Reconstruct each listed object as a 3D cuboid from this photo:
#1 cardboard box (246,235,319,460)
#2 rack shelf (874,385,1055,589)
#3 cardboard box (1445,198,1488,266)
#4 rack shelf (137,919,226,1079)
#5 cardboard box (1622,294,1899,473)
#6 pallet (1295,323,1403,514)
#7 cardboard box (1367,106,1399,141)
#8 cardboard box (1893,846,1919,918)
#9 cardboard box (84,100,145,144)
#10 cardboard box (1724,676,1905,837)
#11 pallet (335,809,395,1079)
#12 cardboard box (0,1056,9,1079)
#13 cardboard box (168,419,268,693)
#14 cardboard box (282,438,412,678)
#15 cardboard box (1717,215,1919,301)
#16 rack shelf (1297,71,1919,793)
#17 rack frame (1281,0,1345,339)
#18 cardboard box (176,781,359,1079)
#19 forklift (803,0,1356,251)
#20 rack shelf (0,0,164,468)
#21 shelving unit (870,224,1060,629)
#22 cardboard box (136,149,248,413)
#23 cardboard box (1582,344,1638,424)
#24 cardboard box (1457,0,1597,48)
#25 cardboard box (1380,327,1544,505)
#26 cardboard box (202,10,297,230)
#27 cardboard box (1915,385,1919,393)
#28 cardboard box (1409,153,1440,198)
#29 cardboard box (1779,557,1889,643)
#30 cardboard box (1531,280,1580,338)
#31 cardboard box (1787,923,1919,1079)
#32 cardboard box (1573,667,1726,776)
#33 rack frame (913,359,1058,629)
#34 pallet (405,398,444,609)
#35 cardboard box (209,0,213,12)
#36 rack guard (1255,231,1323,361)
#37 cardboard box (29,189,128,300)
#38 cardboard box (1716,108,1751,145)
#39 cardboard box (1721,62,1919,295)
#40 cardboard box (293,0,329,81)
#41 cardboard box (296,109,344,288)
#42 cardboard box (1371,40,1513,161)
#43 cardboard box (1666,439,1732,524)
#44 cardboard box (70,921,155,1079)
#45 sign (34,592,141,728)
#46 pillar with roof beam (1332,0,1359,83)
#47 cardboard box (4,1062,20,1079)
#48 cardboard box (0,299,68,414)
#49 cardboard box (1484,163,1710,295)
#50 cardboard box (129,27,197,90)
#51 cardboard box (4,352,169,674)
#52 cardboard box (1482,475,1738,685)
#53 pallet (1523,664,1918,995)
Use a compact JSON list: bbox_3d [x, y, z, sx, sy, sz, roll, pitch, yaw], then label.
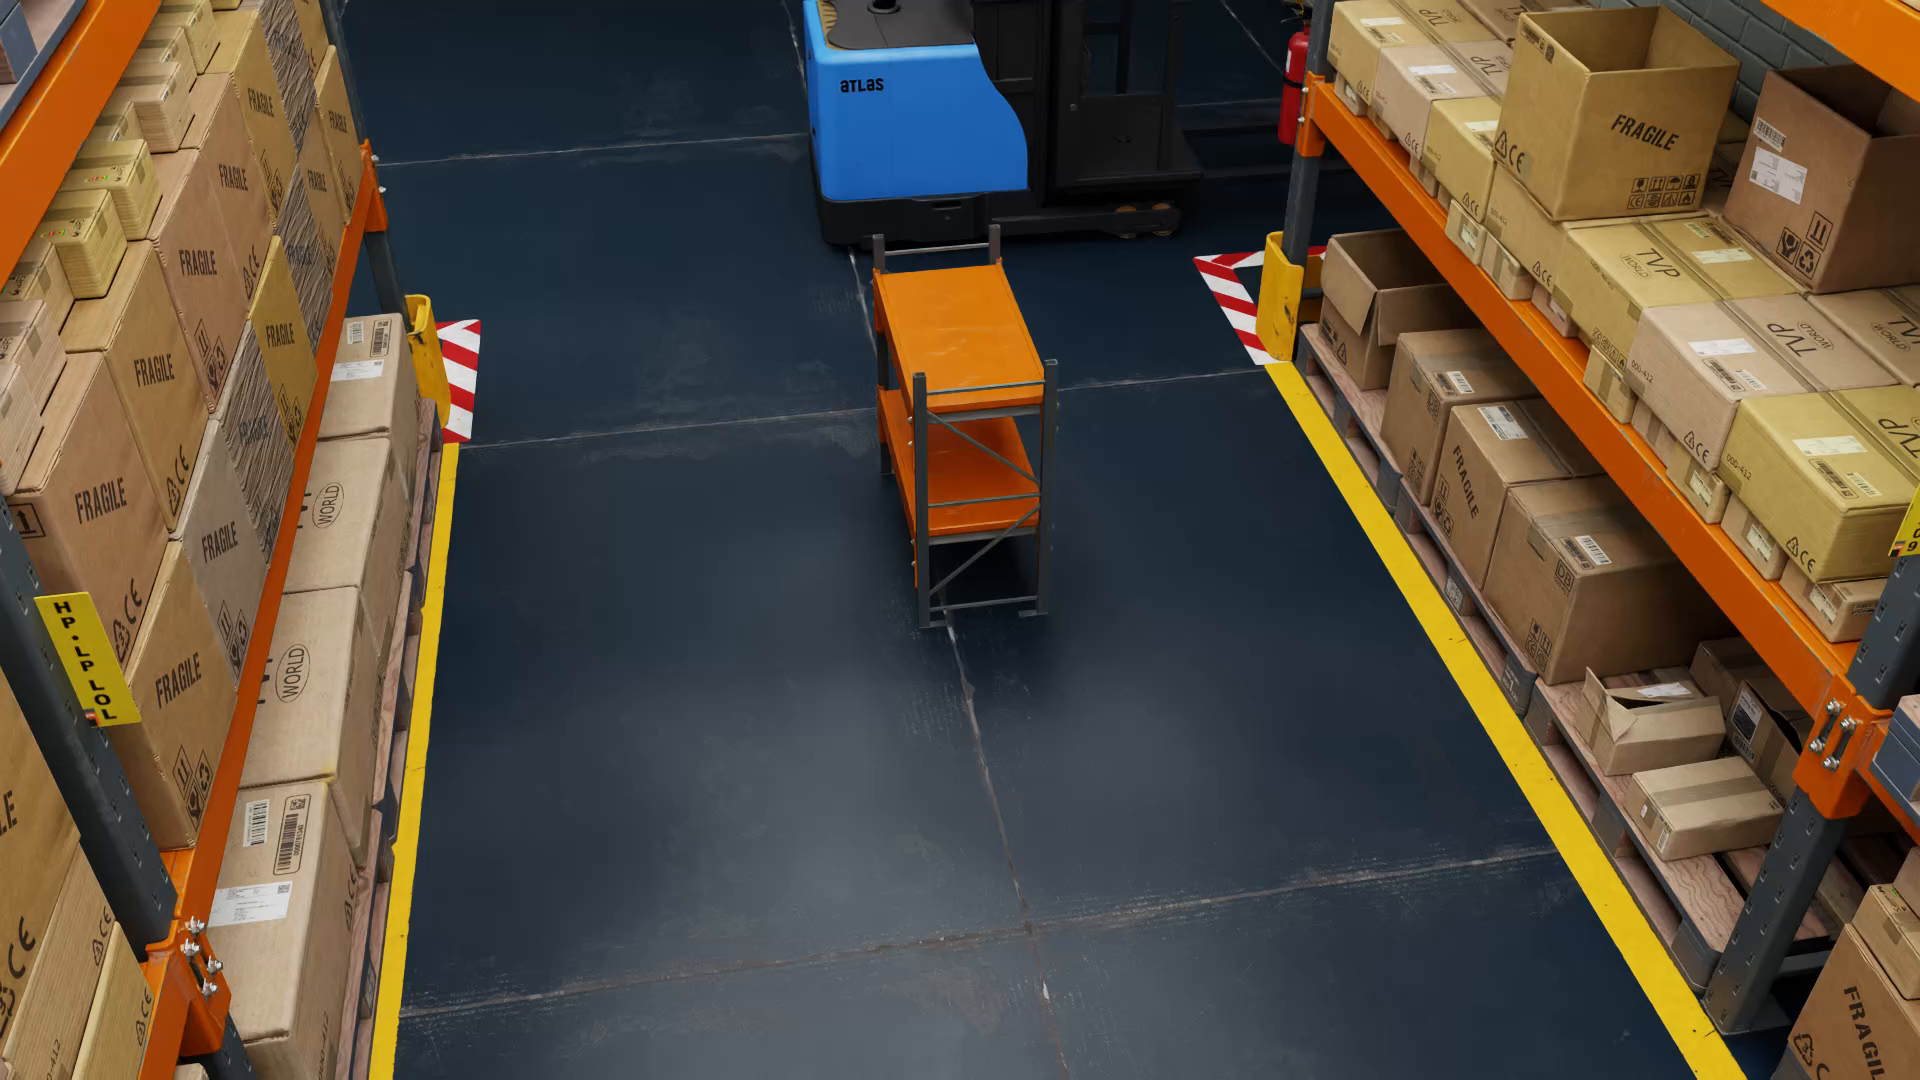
[{"bbox_3d":[-2.254,-0.548,4.929,0.500,0.500,0.500,-5,38,-7],"label":"cardboard box"},{"bbox_3d":[-0.001,-0.255,6.560,0.538,0.278,1.000,-6,38,-8],"label":"rack shelf"},{"bbox_3d":[1.975,-1.122,5.954,0.380,0.149,0.250,-7,38,-9],"label":"cardboard box"},{"bbox_3d":[-1.824,2.212,2.044,1.077,0.370,4.000,-6,38,-8],"label":"rack shelf"},{"bbox_3d":[2.280,-0.457,4.773,0.500,0.250,0.500,-6,38,-8],"label":"cardboard box"},{"bbox_3d":[2.164,-0.604,7.355,1.003,0.211,1.213,-6,38,-8],"label":"pallet"},{"bbox_3d":[1.888,-1.757,6.771,0.380,0.149,0.250,-5,38,-7],"label":"cardboard box"},{"bbox_3d":[2.572,0.870,4.109,0.380,0.149,0.250,-7,38,-9],"label":"cardboard box"},{"bbox_3d":[-2.248,-0.955,4.110,0.380,0.149,0.250,-6,38,-8],"label":"cardboard box"},{"bbox_3d":[2.828,0.655,5.311,0.500,0.311,0.500,-5,38,-6],"label":"cardboard box"},{"bbox_3d":[-2.231,1.353,4.836,1.003,0.211,1.213,-6,38,-8],"label":"pallet"},{"bbox_3d":[-1.751,0.840,2.327,0.500,0.500,0.500,-6,38,-7],"label":"cardboard box"},{"bbox_3d":[-2.083,0.064,4.141,0.500,0.500,0.500,-6,38,-8],"label":"cardboard box"},{"bbox_3d":[-2.493,0.089,5.936,0.875,0.438,0.875,-5,38,-7],"label":"cardboard box"},{"bbox_3d":[2.707,-0.817,5.236,0.500,0.250,0.500,-5,38,-7],"label":"cardboard box"},{"bbox_3d":[2.361,-0.740,5.844,1.077,0.370,4.000,-6,38,-8],"label":"rack shelf"},{"bbox_3d":[2.010,-2.232,7.179,1.000,3.000,0.127,-6,38,-8],"label":"rack frame"},{"bbox_3d":[-2.179,1.175,4.539,0.875,0.438,0.875,-7,38,-9],"label":"cardboard box"},{"bbox_3d":[0.721,-3.072,8.315,3.031,2.935,1.130,-5,38,-7],"label":"forklift"},{"bbox_3d":[-2.525,-1.389,4.234,1.077,0.370,4.000,-6,38,-8],"label":"rack shelf"},{"bbox_3d":[-0.001,-0.448,6.410,0.538,1.125,1.048,-6,38,-8],"label":"shelving unit"},{"bbox_3d":[-2.181,-0.645,4.238,0.500,0.500,0.500,-6,38,-7],"label":"cardboard box"},{"bbox_3d":[2.179,-0.505,5.159,0.380,0.149,0.250,-7,38,-9],"label":"cardboard box"},{"bbox_3d":[2.352,-2.041,6.812,0.500,0.250,0.500,-5,38,-7],"label":"cardboard box"},{"bbox_3d":[2.136,-0.511,6.658,0.700,0.500,0.500,-5,38,-6],"label":"cardboard box"},{"bbox_3d":[-2.353,-1.253,5.022,0.500,0.500,0.500,-6,38,-8],"label":"cardboard box"},{"bbox_3d":[2.891,-0.203,4.446,0.500,0.250,0.500,-7,38,-8],"label":"cardboard box"},{"bbox_3d":[1.952,-1.442,6.366,0.380,0.149,0.250,-5,38,-7],"label":"cardboard box"},{"bbox_3d":[2.407,0.117,4.359,0.380,0.149,0.250,-6,38,-7],"label":"cardboard box"},{"bbox_3d":[2.154,-0.817,5.561,0.380,0.149,0.250,-6,38,-8],"label":"cardboard box"},{"bbox_3d":[2.575,1.321,4.300,0.500,0.500,0.500,-5,38,-6],"label":"cardboard box"},{"bbox_3d":[2.262,0.577,5.449,0.396,0.266,0.258,-5,38,-6],"label":"cardboard box"},{"bbox_3d":[0.088,-0.141,6.015,0.500,1.125,0.032,-6,38,-8],"label":"rack frame"},{"bbox_3d":[-2.659,-0.121,6.733,1.003,0.211,1.213,-6,38,-8],"label":"pallet"},{"bbox_3d":[-2.440,-1.572,4.903,0.380,0.149,0.250,-7,38,-8],"label":"cardboard box"},{"bbox_3d":[2.024,-1.199,7.886,1.175,0.500,0.348,-6,38,-8],"label":"rack guard"},{"bbox_3d":[-2.105,-0.649,3.715,0.380,0.149,0.250,-6,38,-8],"label":"cardboard box"},{"bbox_3d":[2.524,-1.430,6.026,0.500,0.250,0.500,-5,38,-7],"label":"cardboard box"},{"bbox_3d":[2.712,-1.099,4.988,0.500,0.500,0.500,-7,38,-9],"label":"cardboard box"},{"bbox_3d":[-2.557,-1.865,5.809,0.500,0.500,0.500,-5,38,-6],"label":"cardboard box"},{"bbox_3d":[-2.458,-1.168,5.727,0.500,0.500,0.500,-7,38,-9],"label":"cardboard box"},{"bbox_3d":[1.913,-1.683,6.351,0.500,0.250,0.500,-6,38,-7],"label":"cardboard box"},{"bbox_3d":[2.271,-0.192,4.757,0.380,0.149,0.250,-5,38,-7],"label":"cardboard box"},{"bbox_3d":[-1.848,1.023,3.111,0.500,0.250,0.500,-7,38,-9],"label":"cardboard box"},{"bbox_3d":[-1.642,0.229,3.130,0.100,0.325,0.005,-6,38,-8],"label":"sign"},{"bbox_3d":[-1.813,-5.864,6.963,9.100,9.000,0.400,-6,38,-8],"label":"pillar with roof beam"},{"bbox_3d":[-1.763,1.123,2.575,0.500,0.250,0.500,-5,38,-7],"label":"cardboard box"},{"bbox_3d":[-2.035,-0.342,3.321,0.380,0.149,0.250,-6,38,-7],"label":"cardboard box"},{"bbox_3d":[2.116,-1.071,5.563,0.500,0.250,0.500,-7,38,-9],"label":"cardboard box"},{"bbox_3d":[-2.311,-1.266,4.510,0.380,0.149,0.250,-5,38,-6],"label":"cardboard box"},{"bbox_3d":[-2.020,-0.028,3.445,0.500,0.500,0.500,-6,38,-8],"label":"cardboard box"},{"bbox_3d":[2.318,0.116,5.851,0.700,0.500,0.500,-8,38,-10],"label":"cardboard box"},{"bbox_3d":[2.592,0.870,5.458,1.003,0.211,1.213,-6,38,-8],"label":"pallet"}]
